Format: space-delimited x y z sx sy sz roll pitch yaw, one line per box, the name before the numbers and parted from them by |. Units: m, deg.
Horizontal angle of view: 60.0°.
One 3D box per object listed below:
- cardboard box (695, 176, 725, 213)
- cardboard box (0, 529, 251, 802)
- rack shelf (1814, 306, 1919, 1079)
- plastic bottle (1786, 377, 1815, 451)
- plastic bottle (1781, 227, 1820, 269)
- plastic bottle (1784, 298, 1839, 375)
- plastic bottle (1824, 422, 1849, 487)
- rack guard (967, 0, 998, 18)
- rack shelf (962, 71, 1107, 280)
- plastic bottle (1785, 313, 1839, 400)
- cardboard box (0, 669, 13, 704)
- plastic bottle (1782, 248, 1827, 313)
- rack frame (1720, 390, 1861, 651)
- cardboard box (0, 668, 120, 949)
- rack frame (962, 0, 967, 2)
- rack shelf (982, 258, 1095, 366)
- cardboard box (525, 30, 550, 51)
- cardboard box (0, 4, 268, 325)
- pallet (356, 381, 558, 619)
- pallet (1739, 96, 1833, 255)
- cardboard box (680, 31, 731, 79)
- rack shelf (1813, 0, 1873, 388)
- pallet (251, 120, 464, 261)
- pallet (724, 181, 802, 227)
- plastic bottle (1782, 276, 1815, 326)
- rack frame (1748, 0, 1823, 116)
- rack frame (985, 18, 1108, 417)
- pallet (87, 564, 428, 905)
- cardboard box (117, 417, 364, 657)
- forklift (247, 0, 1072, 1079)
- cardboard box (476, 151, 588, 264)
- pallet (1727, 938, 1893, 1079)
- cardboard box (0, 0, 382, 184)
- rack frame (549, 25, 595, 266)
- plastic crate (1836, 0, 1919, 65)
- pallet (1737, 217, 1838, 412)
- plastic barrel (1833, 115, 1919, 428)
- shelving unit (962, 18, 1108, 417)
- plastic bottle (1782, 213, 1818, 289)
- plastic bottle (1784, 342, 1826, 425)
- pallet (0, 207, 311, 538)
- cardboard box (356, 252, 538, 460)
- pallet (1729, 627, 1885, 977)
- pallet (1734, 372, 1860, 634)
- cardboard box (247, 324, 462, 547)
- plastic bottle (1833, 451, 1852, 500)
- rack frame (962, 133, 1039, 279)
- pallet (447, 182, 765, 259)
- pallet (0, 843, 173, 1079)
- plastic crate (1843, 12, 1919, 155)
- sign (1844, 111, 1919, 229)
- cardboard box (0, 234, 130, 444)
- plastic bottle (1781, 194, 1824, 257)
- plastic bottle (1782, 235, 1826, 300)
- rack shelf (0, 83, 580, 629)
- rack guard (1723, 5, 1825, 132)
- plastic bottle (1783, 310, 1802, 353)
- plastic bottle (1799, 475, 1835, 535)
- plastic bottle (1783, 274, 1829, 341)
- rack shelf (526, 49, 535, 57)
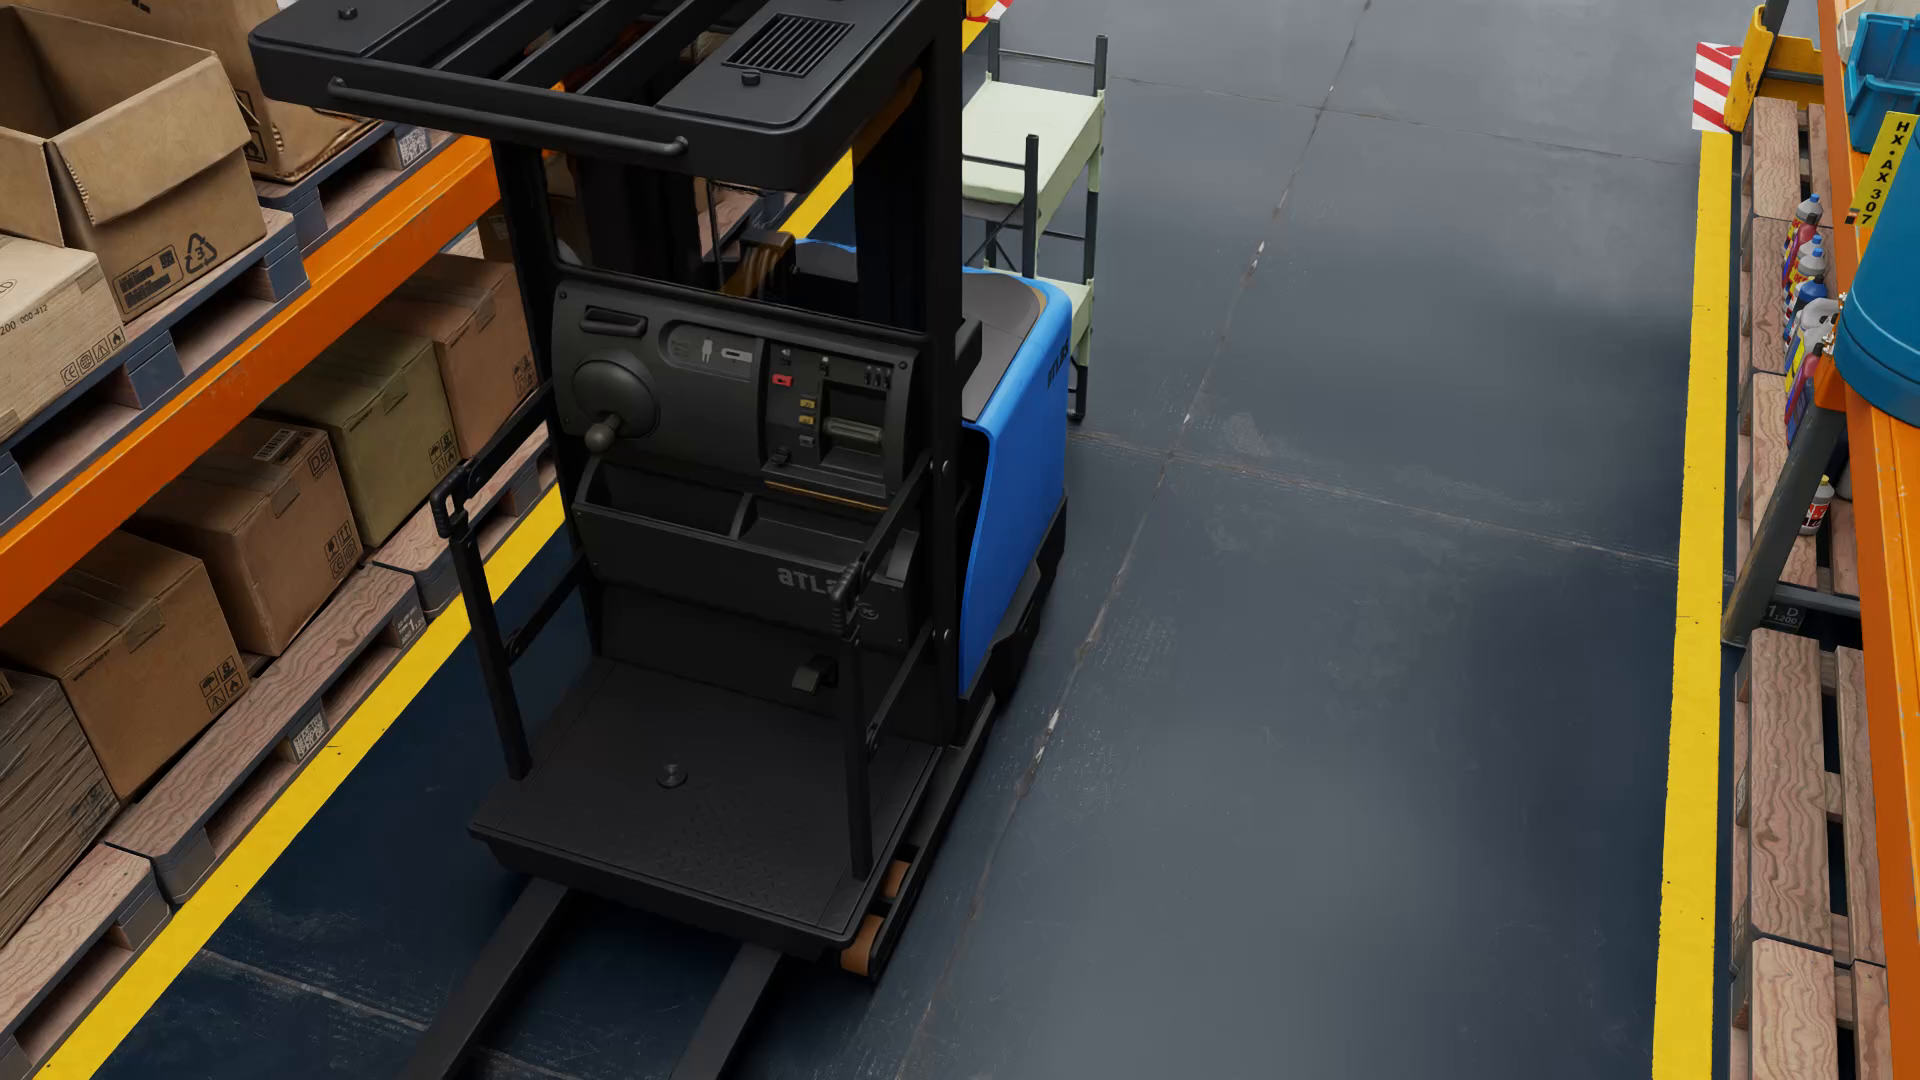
cardboard box | -1.353 -1.625 6.945 0.500 0.500 0.500 27 47 28
cardboard box | -2.509 0.292 4.684 0.700 0.500 0.500 17 43 19
rack shelf | 2.254 0.763 3.099 1.077 0.370 4.000 13 42 15
plastic bottle | 2.953 -0.464 5.684 0.144 0.351 0.185 11 42 13
plastic bottle | 3.358 -1.173 6.631 0.097 0.201 0.097 0 40 0
plastic bottle | 3.123 -0.731 6.055 0.152 0.276 0.135 14 42 16
plastic bottle | 2.888 -0.347 5.547 0.144 0.351 0.185 12 42 14
rack guard | -0.374 -3.272 9.200 1.175 0.500 0.348 13 42 15
rack shelf | 0.160 -1.159 5.352 0.431 0.370 0.720 13 42 15
plastic bottle | 3.064 -0.661 5.915 0.144 0.351 0.185 13 42 15
cardboard box | -2.711 0.367 4.018 0.500 0.250 0.500 18 44 20
plastic bottle | 3.242 -0.993 6.366 0.097 0.271 0.097 0 40 0
rack frame | 2.938 -0.730 4.295 1.000 3.000 0.127 13 42 15
cardboard box | -2.696 0.639 4.276 0.700 0.500 0.500 10 41 12
rack frame | -0.348 -4.269 8.443 1.000 3.000 0.127 13 42 15
rack shelf | 0.160 -0.614 5.816 0.431 0.370 0.720 13 42 15
cardboard box | -1.360 -1.798 5.740 0.380 0.149 0.250 13 42 15
cardboard box | -2.222 -0.951 4.150 0.797 0.503 0.637 18 43 19
pallet | -1.981 -0.294 5.932 1.003 0.211 1.213 13 42 15
pallet | 4.041 -1.558 7.414 1.003 0.211 1.213 13 42 15
cardboard box | -1.215 -2.021 7.410 0.500 0.500 0.500 10 41 11
rack shelf | 3.622 -1.677 5.958 1.077 0.370 4.000 13 42 15
pallet | -2.114 -1.323 5.137 1.003 0.211 1.213 13 42 15
pallet | -1.104 -1.933 7.853 1.003 0.211 1.213 13 42 15
plastic bottle | 3.208 -0.906 6.318 0.097 0.201 0.097 0 40 0
rack frame | 4.306 -3.170 7.155 1.000 3.000 0.127 13 42 15
rack frame | 0.284 -1.086 5.867 0.400 1.500 0.023 13 42 15
pallet | -2.397 0.453 5.056 1.003 0.211 1.213 13 42 15
cardboard box | -2.318 -0.048 5.082 0.700 0.500 0.500 10 41 11
forklift | -0.623 -0.270 3.809 1.130 2.935 3.031 13 42 15
cardboard box | -1.542 -1.274 6.534 0.500 0.500 0.500 12 42 14
pallet | 2.291 1.565 3.753 1.003 0.211 1.213 13 42 15
cardboard box | -2.119 -1.764 4.721 1.000 1.000 1.000 14 42 15
rack frame | -1.716 -1.830 5.583 1.000 3.000 0.127 13 42 15
plastic crate | 3.255 -1.677 5.607 0.530 0.136 0.437 13 42 15
pallet | 3.623 -0.817 6.544 1.003 0.211 1.213 13 42 15
plastic barrel | 2.521 -0.753 3.935 0.600 0.901 0.708 13 42 15
shelving unit | 0.160 -0.862 5.605 0.431 1.500 0.755 13 42 15
plastic bottle | 3.299 -1.133 6.521 0.061 0.283 0.133 14 42 16
plastic bottle | 2.970 -0.547 5.834 0.061 0.283 0.133 16 43 18
pallet | -2.446 -0.533 4.212 1.003 0.211 1.213 13 42 15
cardboard box | -1.946 -0.676 5.819 0.700 0.500 0.500 10 42 12
pallet | 2.706 0.818 4.629 1.003 0.211 1.213 13 42 15
pallet | 3.207 -0.070 5.669 1.003 0.211 1.213 13 42 15
cardboard box | -2.127 -0.390 5.483 0.700 0.500 0.500 13 42 15
plastic bottle | 3.023 -0.315 5.510 0.144 0.351 0.185 13 42 15
rack frame | 0.037 -0.638 5.343 0.400 1.500 0.023 13 42 15
pallet | -1.520 -1.186 6.978 1.003 0.211 1.213 13 42 15
pallet | -2.815 1.195 4.187 1.003 0.211 1.213 13 42 15
plastic crate | 3.062 -1.409 5.205 0.499 0.251 0.616 13 42 15
sign | 2.425 -0.964 4.356 0.100 0.325 0.005 13 42 15
cardboard box | -2.295 -0.464 3.775 0.500 0.250 0.500 12 42 14
plastic bottle | 3.393 -1.263 6.682 0.097 0.271 0.097 0 40 0
plastic bottle | 3.276 -1.054 6.437 0.097 0.271 0.097 0 40 0
rack shelf | -2.400 -0.336 4.387 1.077 0.370 4.000 13 42 15
rack guard | 4.324 -2.162 7.899 1.175 0.500 0.348 13 42 15
plastic bottle | 3.138 -0.780 6.171 0.097 0.201 0.097 0 40 0
plastic bottle | 2.769 -0.124 5.401 0.097 0.201 0.097 0 40 0
plastic bottle | 3.172 -0.869 6.221 0.097 0.271 0.097 0 40 0
rack shelf | -1.032 -2.776 7.247 1.077 0.370 4.000 13 42 15
